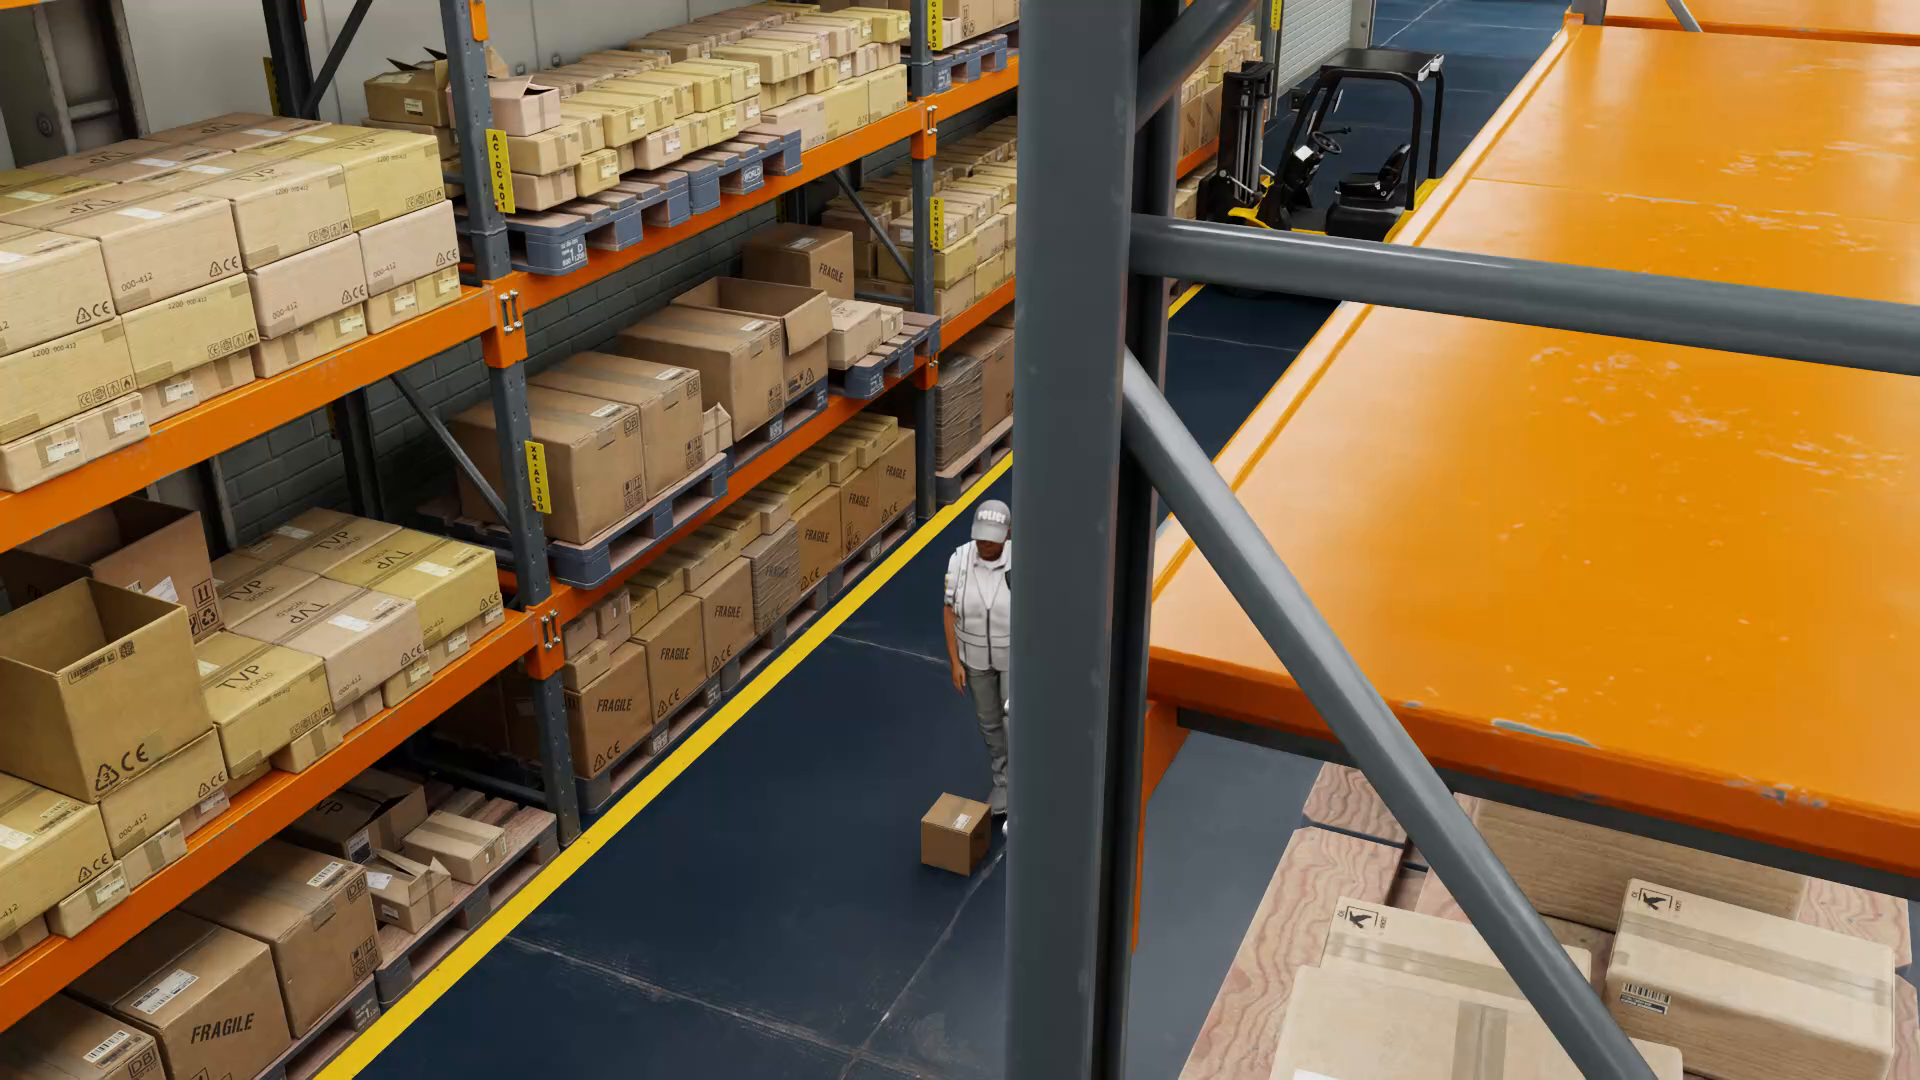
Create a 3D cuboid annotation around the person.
[{"bbox_3d":[0.171,0.595,7.895,0.544,1.676,0.478,7,27,15],"label":"person"}]
